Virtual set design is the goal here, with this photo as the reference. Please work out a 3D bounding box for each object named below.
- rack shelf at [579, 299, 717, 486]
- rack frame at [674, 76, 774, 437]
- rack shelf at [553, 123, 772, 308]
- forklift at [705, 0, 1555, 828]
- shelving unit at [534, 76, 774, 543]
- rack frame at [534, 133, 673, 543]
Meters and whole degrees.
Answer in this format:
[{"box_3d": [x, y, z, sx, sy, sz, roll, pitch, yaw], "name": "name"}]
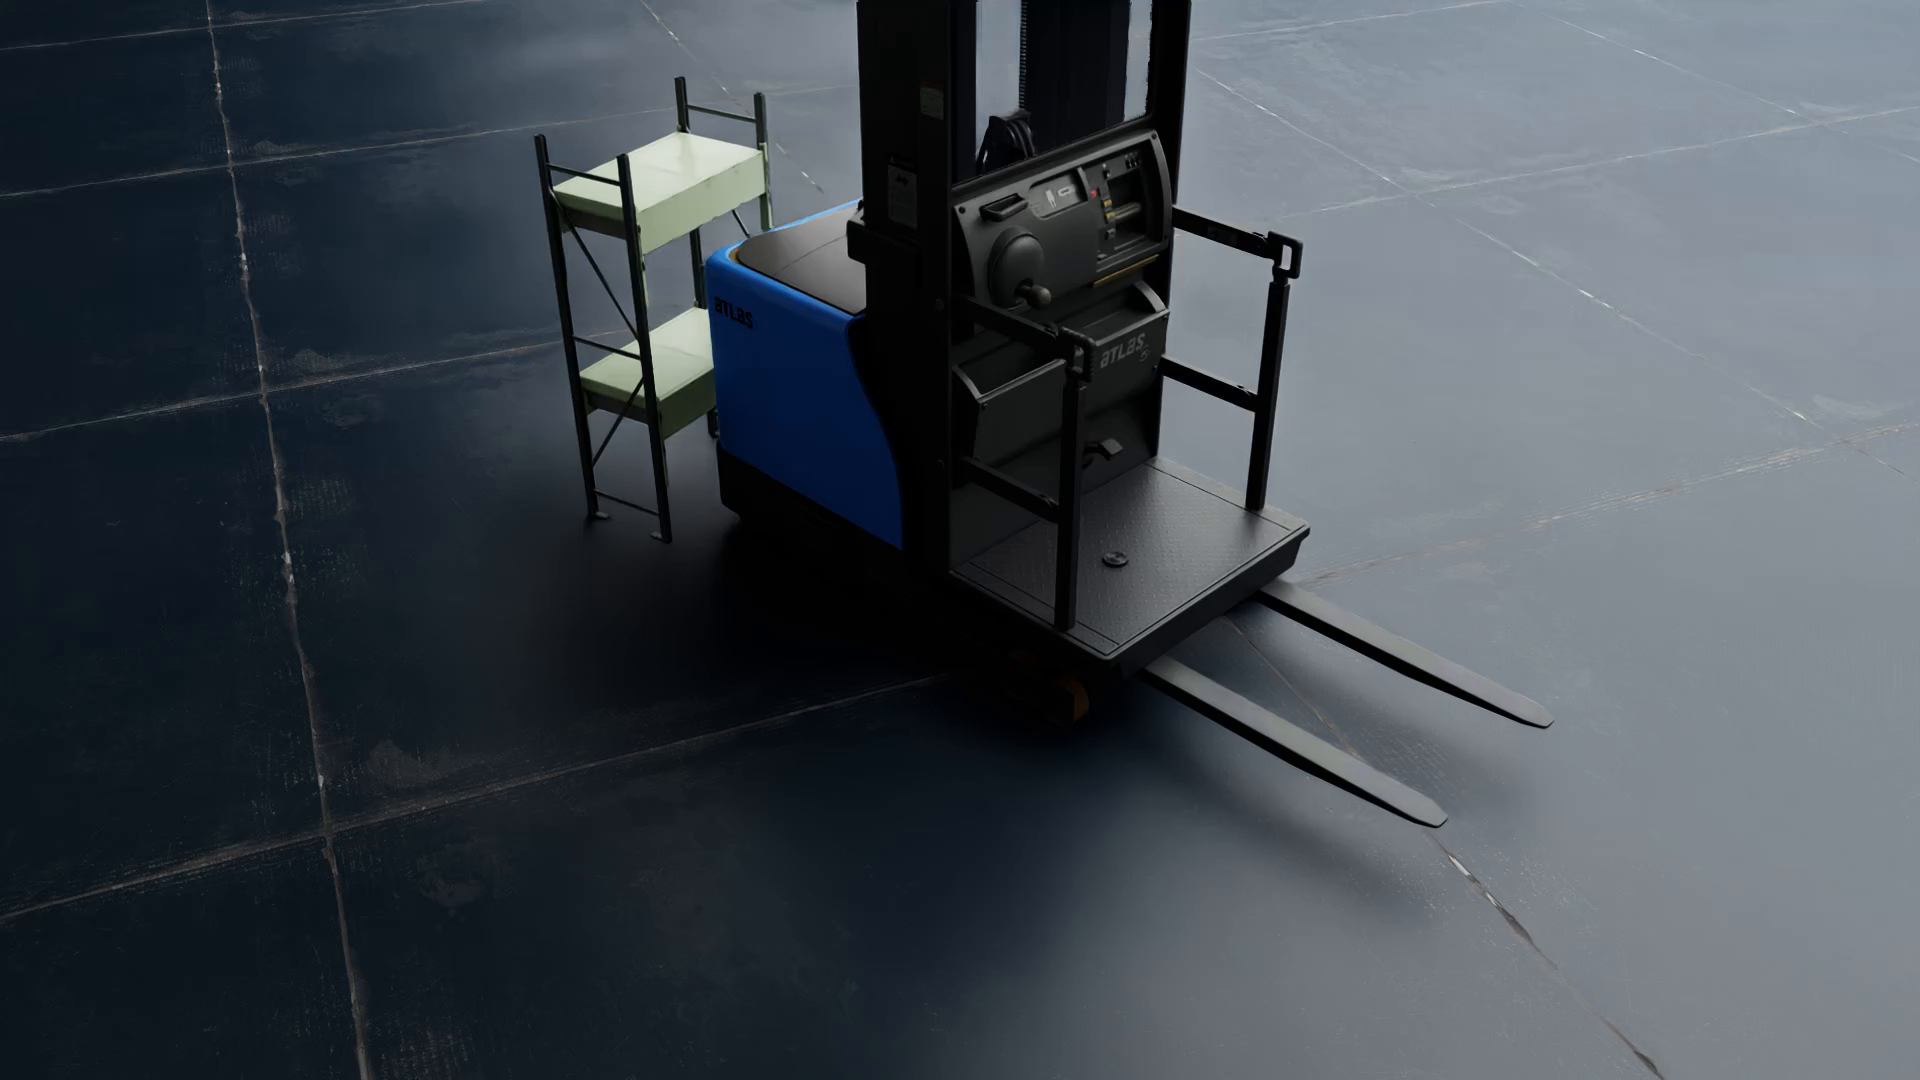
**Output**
[{"box_3d": [-1.065, -0.577, 6.359, 0.431, 0.370, 0.720, 18, 37, 26], "name": "rack shelf"}, {"box_3d": [-0.874, -1.021, 6.443, 0.400, 1.500, 0.023, 18, 37, 26], "name": "rack frame"}, {"box_3d": [-1.066, -1.178, 5.969, 0.431, 0.370, 0.720, 18, 37, 26], "name": "rack shelf"}, {"box_3d": [0.485, -0.954, 5.028, 3.031, 2.935, 1.130, 28, 43, 36], "name": "forklift"}, {"box_3d": [-1.065, -0.851, 6.181, 0.431, 1.500, 0.755, 18, 37, 26], "name": "shelving unit"}, {"box_3d": [-1.257, -0.681, 5.920, 0.400, 1.500, 0.023, 18, 37, 26], "name": "rack frame"}]
